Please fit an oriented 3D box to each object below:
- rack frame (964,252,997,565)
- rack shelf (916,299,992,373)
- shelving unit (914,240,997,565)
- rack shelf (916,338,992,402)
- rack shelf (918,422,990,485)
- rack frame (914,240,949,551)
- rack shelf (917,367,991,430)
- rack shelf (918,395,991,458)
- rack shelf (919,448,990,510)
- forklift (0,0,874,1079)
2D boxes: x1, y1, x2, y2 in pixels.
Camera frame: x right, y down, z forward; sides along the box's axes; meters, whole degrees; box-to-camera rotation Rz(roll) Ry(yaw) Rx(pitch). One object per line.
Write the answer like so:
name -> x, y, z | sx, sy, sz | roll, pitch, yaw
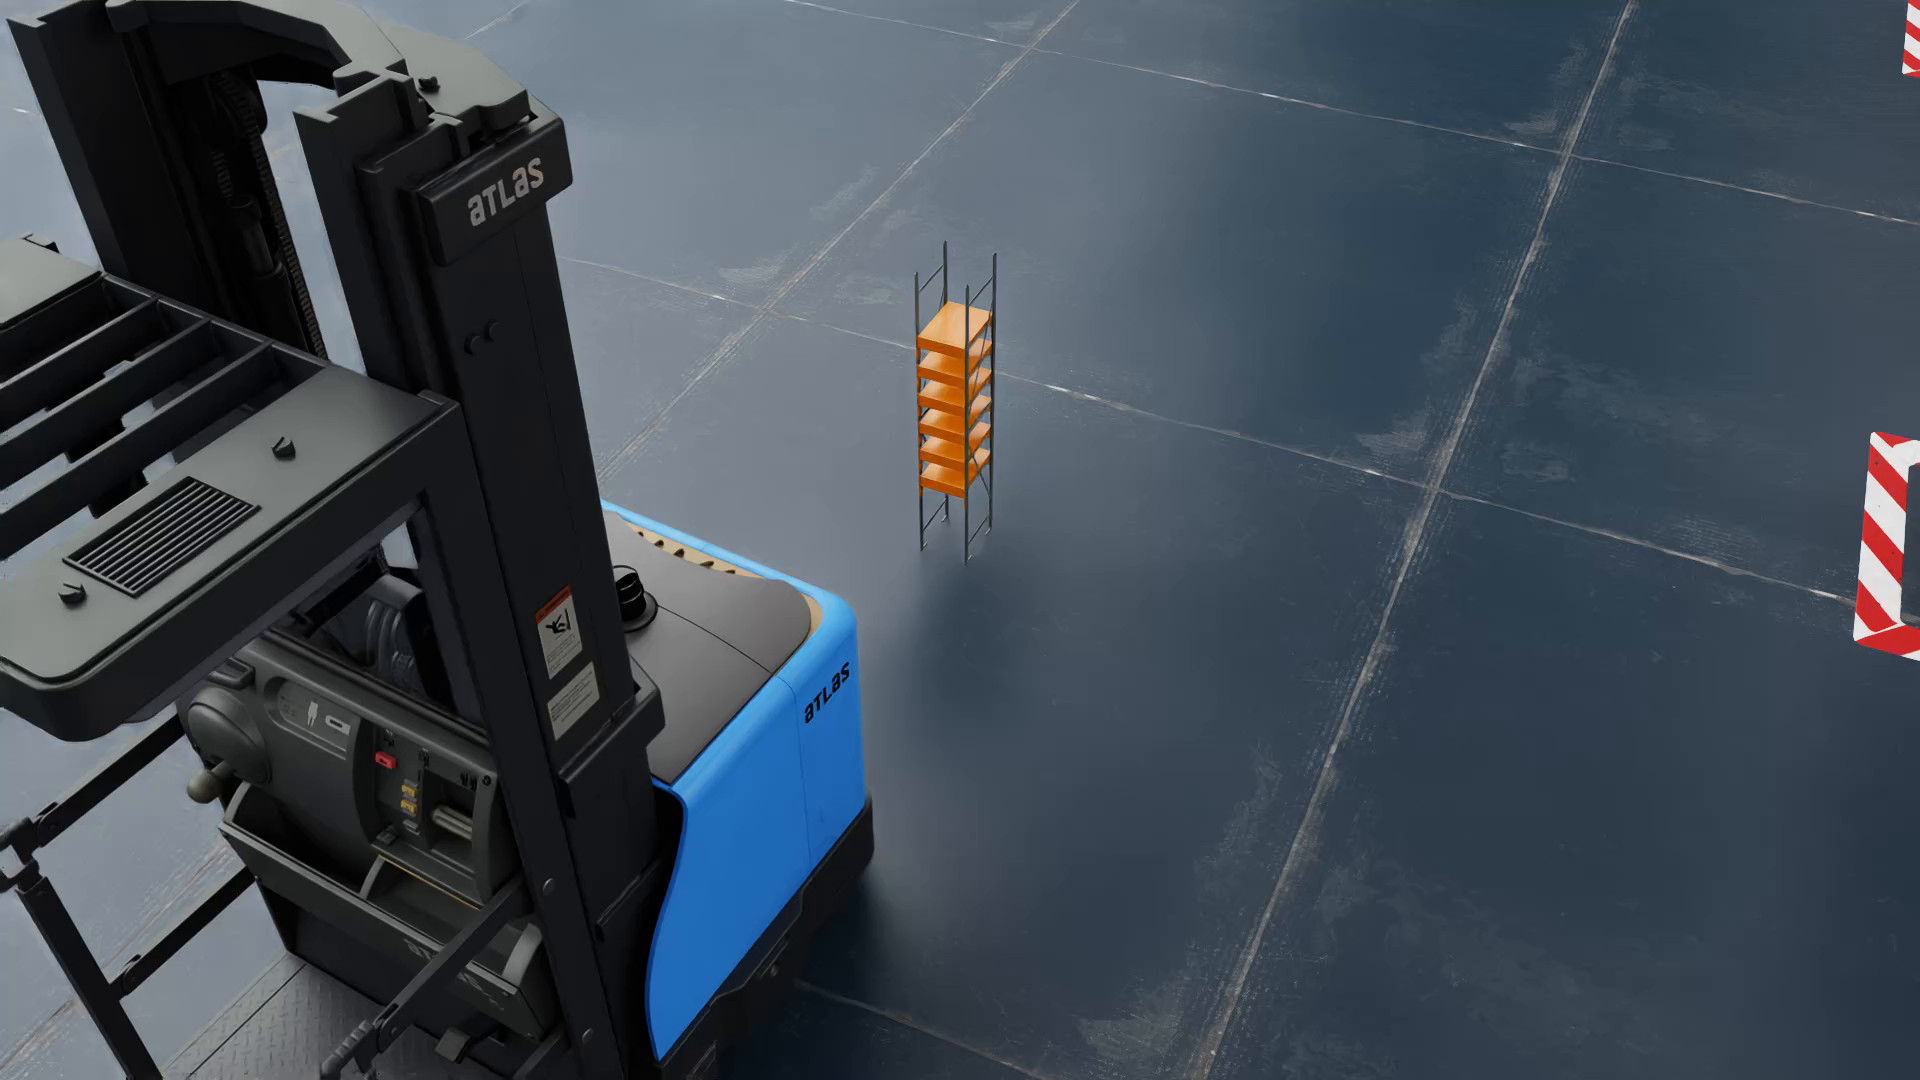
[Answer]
rack frame -> 0.070, -0.432, 5.832 | 0.006, 1.200, 0.240 | 17, 44, 19
rack shelf -> -0.013, -0.696, 5.655 | 0.180, 0.103, 0.258 | 17, 44, 19
shelving unit -> -0.013, -0.457, 5.862 | 0.189, 1.200, 0.258 | 17, 44, 19
rack shelf -> -0.013, -0.605, 5.734 | 0.180, 0.103, 0.258 | 17, 44, 19
rack shelf -> -0.013, -0.333, 5.969 | 0.180, 0.103, 0.258 | 17, 44, 19
rack frame -> -0.096, -0.483, 5.891 | 0.006, 1.200, 0.240 | 17, 44, 19
rack shelf -> -0.013, -0.514, 5.812 | 0.180, 0.103, 0.258 | 17, 44, 19
rack shelf -> -0.013, -0.424, 5.891 | 0.180, 0.103, 0.258 | 17, 44, 19
rack shelf -> -0.013, -0.242, 6.048 | 0.180, 0.103, 0.258 | 17, 44, 19
forklift -> -1.437, 0.547, 3.382 | 1.130, 2.935, 3.031 | 21, 45, 22
